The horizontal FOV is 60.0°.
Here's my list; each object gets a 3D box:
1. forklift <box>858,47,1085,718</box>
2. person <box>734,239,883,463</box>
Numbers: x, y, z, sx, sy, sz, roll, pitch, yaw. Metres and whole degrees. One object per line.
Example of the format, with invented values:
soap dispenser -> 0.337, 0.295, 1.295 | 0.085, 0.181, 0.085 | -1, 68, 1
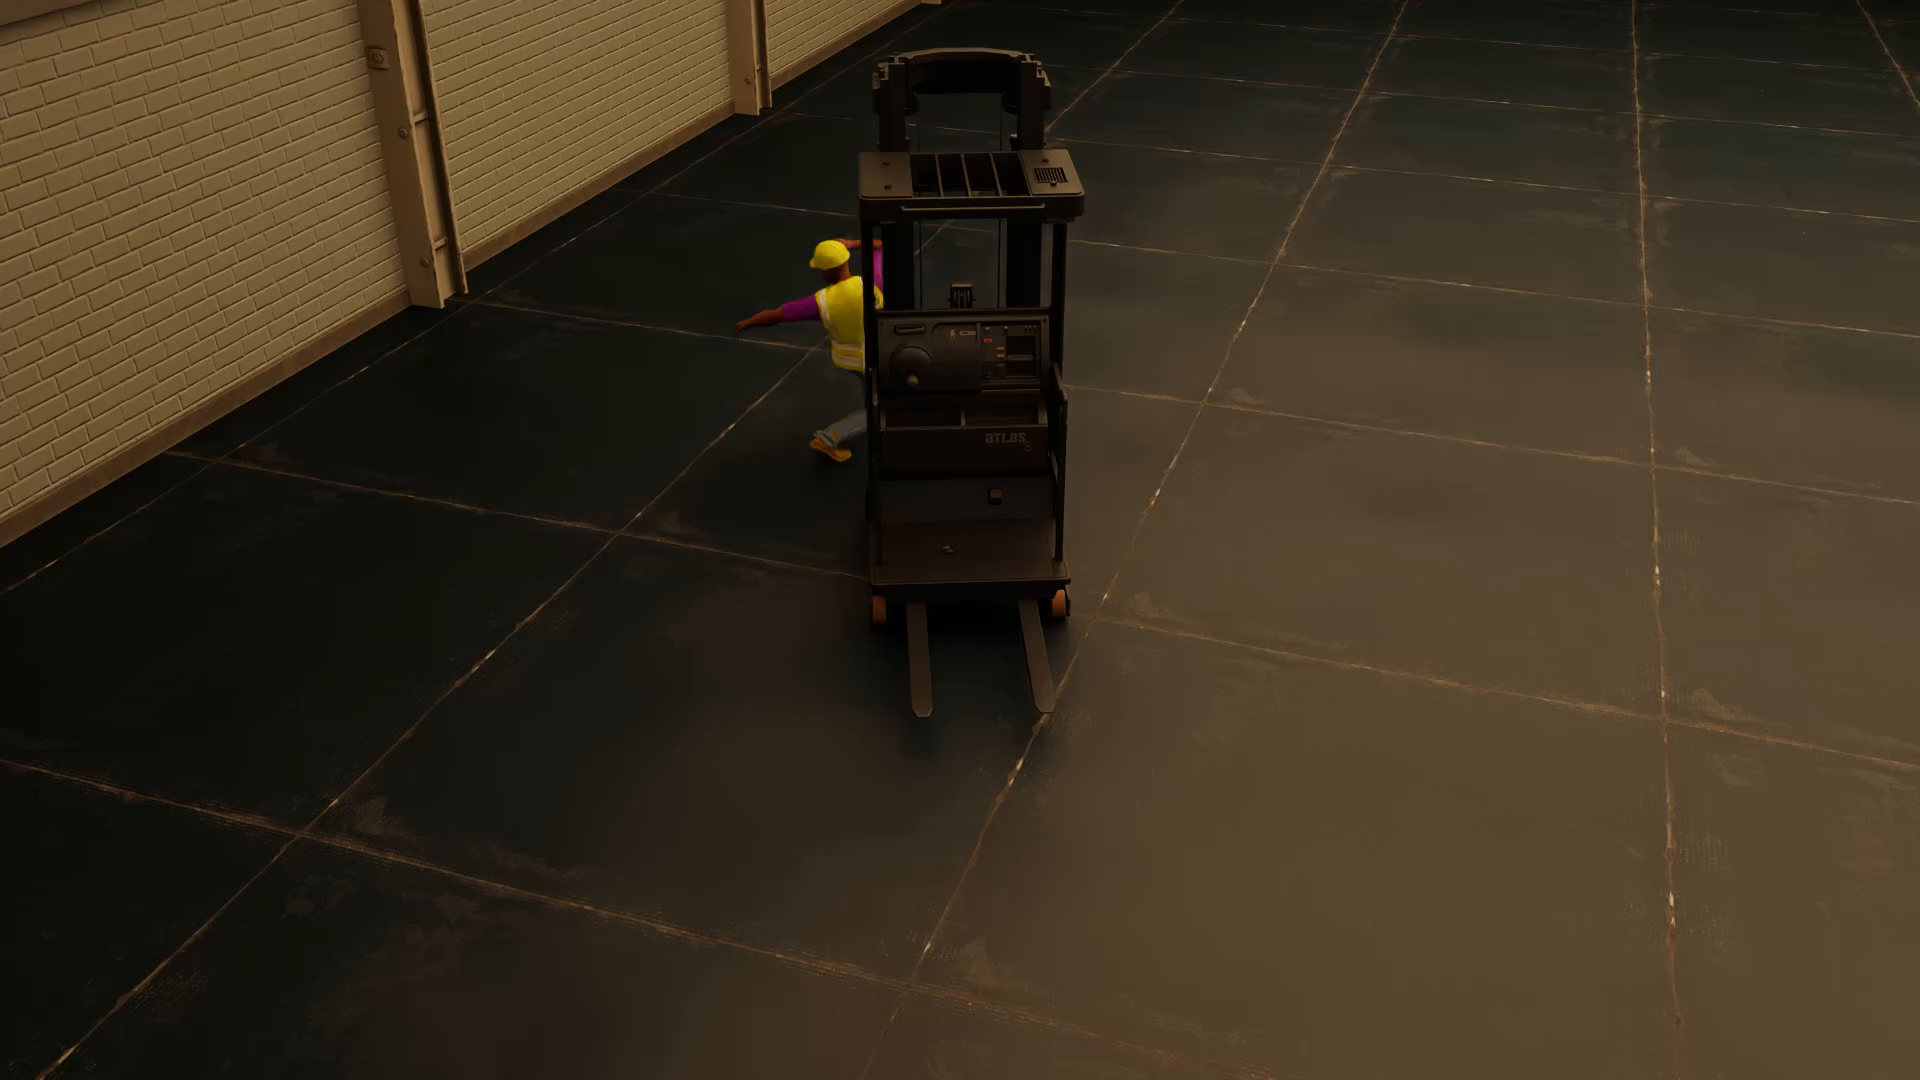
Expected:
forklift -> 0.035, -0.972, 8.842 | 1.130, 2.935, 3.031 | -2, 30, -3
person -> -0.866, -1.359, 11.005 | 0.998, 1.474, 0.968 | 15, 33, 24
